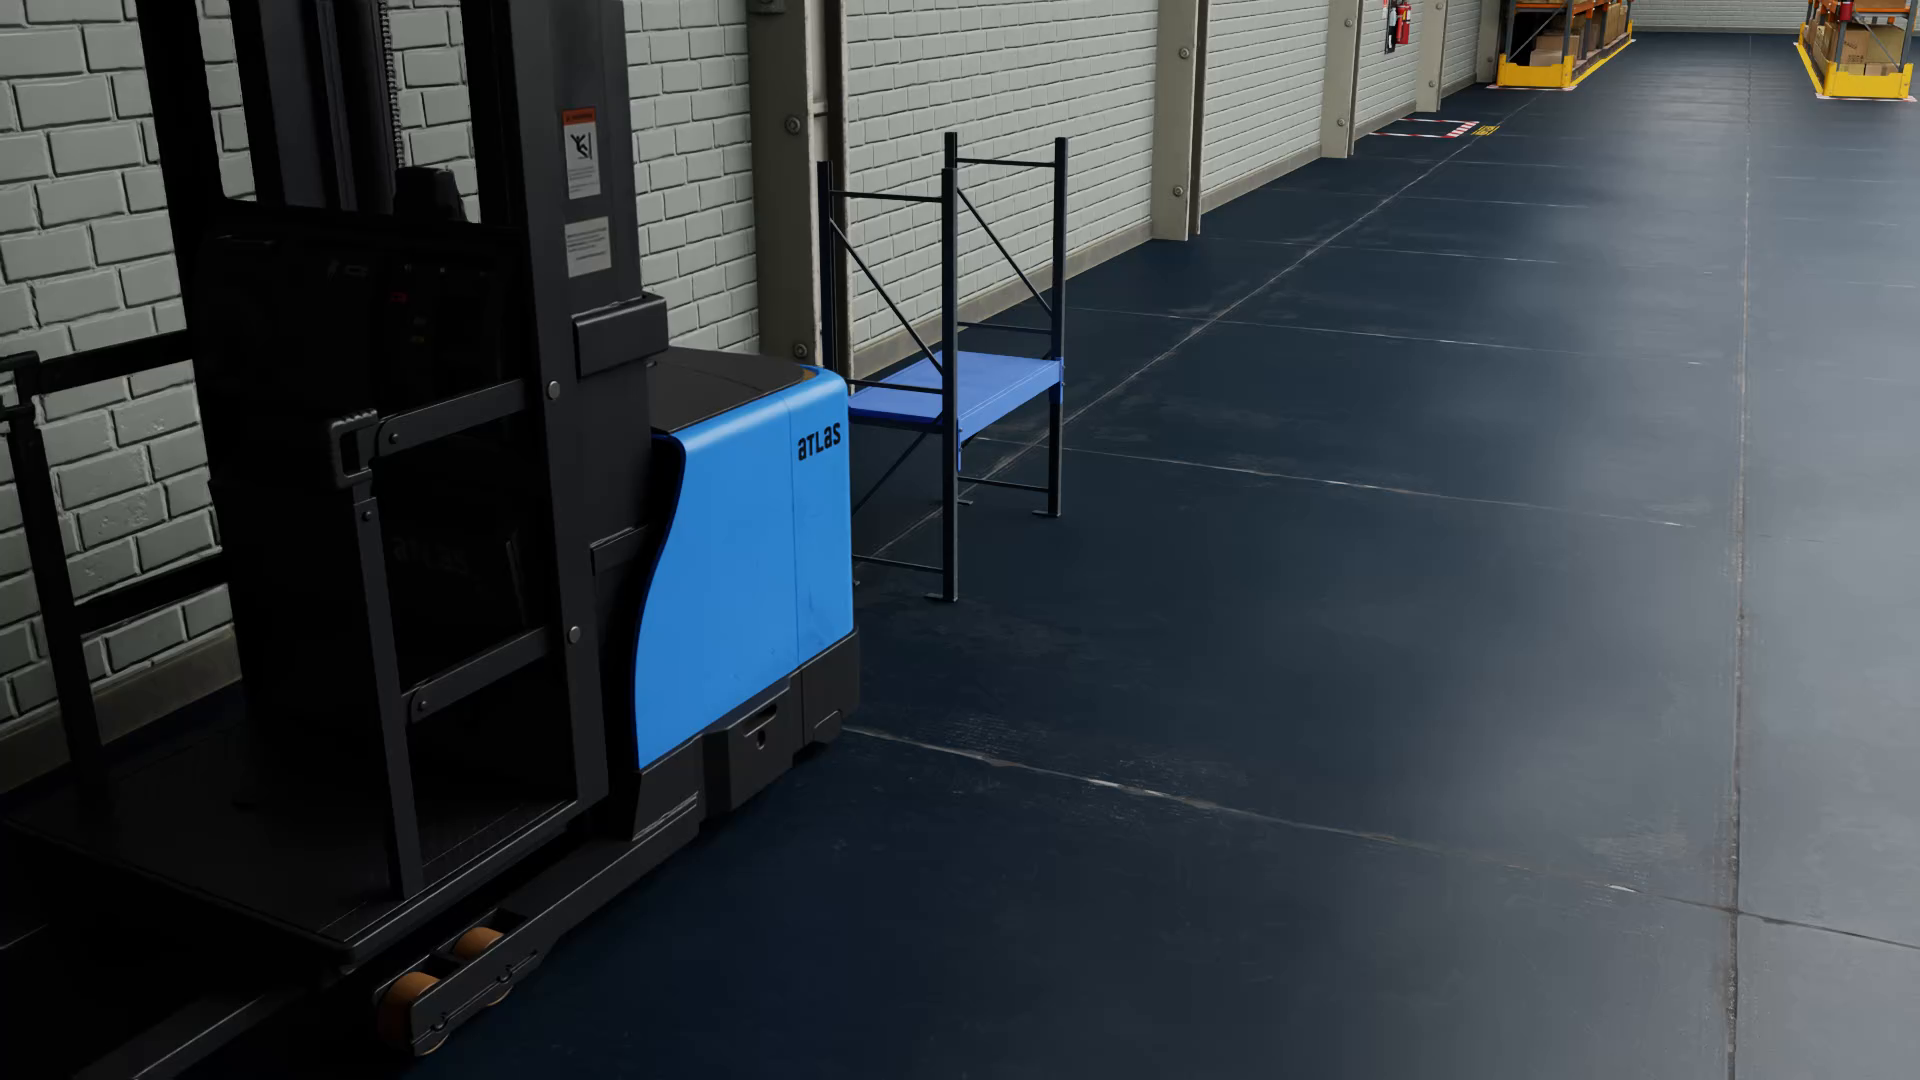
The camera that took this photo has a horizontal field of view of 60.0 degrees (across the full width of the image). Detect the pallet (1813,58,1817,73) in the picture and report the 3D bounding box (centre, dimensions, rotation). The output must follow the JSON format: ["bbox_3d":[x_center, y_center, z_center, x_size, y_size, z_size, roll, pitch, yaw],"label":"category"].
[{"bbox_3d":[16.513,-8.857,31.058,1.003,0.211,1.213,9,21,23],"label":"pallet"}]

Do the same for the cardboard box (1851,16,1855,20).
[{"bbox_3d":[20.665,-12.064,38.987,0.500,0.500,0.500,9,21,23],"label":"cardboard box"}]

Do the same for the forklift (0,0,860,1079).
[{"bbox_3d":[-1.433,-0.482,3.450,1.130,2.935,3.031,10,22,26],"label":"forklift"}]

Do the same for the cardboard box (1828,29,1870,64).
[{"bbox_3d":[14.059,-7.803,26.292,0.500,0.500,0.500,9,21,23],"label":"cardboard box"}]

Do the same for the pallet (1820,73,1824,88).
[{"bbox_3d":[14.887,-7.640,27.637,1.003,0.211,1.213,9,21,23],"label":"pallet"}]

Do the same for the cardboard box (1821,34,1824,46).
[{"bbox_3d":[15.653,-8.895,29.645,0.500,0.311,0.500,9,21,23],"label":"cardboard box"}]

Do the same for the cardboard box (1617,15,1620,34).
[{"bbox_3d":[14.904,-11.925,38.626,0.700,0.500,0.500,9,21,23],"label":"cardboard box"}]

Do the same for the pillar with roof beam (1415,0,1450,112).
[{"bbox_3d":[10.558,-9.756,20.471,9.100,9.000,0.400,9,21,23],"label":"pillar with roof beam"}]

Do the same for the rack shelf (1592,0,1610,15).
[{"bbox_3d":[12.047,-10.517,32.638,1.077,0.370,4.000,9,21,23],"label":"rack shelf"}]

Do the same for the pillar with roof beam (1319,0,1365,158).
[{"bbox_3d":[8.101,-7.922,15.314,9.100,9.000,0.400,9,21,23],"label":"pillar with roof beam"}]

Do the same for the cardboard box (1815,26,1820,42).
[{"bbox_3d":[16.905,-9.835,32.288,0.500,0.311,0.500,9,22,25],"label":"cardboard box"}]

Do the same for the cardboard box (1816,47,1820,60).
[{"bbox_3d":[16.072,-8.945,30.622,0.500,0.250,0.500,9,21,24],"label":"cardboard box"}]

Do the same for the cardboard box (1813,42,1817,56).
[{"bbox_3d":[16.700,-9.417,31.949,0.500,0.250,0.500,8,21,21],"label":"cardboard box"}]

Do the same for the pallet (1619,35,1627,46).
[{"bbox_3d":[15.385,-11.972,39.818,1.003,0.211,1.213,9,21,23],"label":"pallet"}]

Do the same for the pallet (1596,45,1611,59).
[{"bbox_3d":[13.258,-10.384,35.352,1.003,0.211,1.213,9,21,23],"label":"pallet"}]

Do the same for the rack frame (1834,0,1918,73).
[{"bbox_3d":[14.111,-8.343,25.451,1.000,3.000,0.127,9,21,23],"label":"rack frame"}]

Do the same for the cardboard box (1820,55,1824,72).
[{"bbox_3d":[14.864,-8.064,28.143,0.500,0.250,0.500,9,21,23],"label":"cardboard box"}]

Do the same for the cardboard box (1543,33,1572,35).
[{"bbox_3d":[10.840,-8.951,30.235,0.500,0.500,0.500,7,21,19],"label":"cardboard box"}]

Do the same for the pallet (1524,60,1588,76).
[{"bbox_3d":[10.986,-8.720,30.674,1.003,0.211,1.213,9,21,23],"label":"pallet"}]

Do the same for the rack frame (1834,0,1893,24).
[{"bbox_3d":[15.749,-9.566,28.890,1.000,3.000,0.127,9,21,23],"label":"rack frame"}]

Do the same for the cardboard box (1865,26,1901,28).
[{"bbox_3d":[15.150,-8.190,27.380,0.500,0.500,0.500,9,21,23],"label":"cardboard box"}]

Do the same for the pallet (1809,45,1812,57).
[{"bbox_3d":[18.726,-10.444,35.520,1.003,0.211,1.213,9,21,23],"label":"pallet"}]

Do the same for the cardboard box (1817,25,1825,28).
[{"bbox_3d":[17.556,-10.136,33.568,0.500,0.500,0.500,9,22,25],"label":"cardboard box"}]

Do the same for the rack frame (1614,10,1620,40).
[{"bbox_3d":[14.504,-12.690,37.674,1.000,3.000,0.127,9,21,23],"label":"rack frame"}]

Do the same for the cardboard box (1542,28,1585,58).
[{"bbox_3d":[11.515,-9.501,31.782,0.700,0.500,0.500,9,22,25],"label":"cardboard box"}]

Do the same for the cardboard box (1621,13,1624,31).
[{"bbox_3d":[15.537,-12.398,39.958,0.700,0.500,0.500,8,21,21],"label":"cardboard box"}]

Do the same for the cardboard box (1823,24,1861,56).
[{"bbox_3d":[14.864,-8.417,28.017,0.500,0.500,0.500,9,21,23],"label":"cardboard box"}]

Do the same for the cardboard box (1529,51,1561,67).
[{"bbox_3d":[9.956,-8.161,28.296,0.500,0.311,0.500,6,20,17],"label":"cardboard box"}]

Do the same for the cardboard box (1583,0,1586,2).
[{"bbox_3d":[10.493,-9.381,28.566,0.500,0.250,0.500,8,21,22],"label":"cardboard box"}]

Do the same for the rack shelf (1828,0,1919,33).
[{"bbox_3d":[14.930,-8.615,27.291,1.077,0.370,4.000,9,21,23],"label":"rack shelf"}]

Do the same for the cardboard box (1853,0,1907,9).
[{"bbox_3d":[14.314,-8.531,25.831,0.700,0.500,0.500,9,21,23],"label":"cardboard box"}]

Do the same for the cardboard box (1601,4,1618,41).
[{"bbox_3d":[13.995,-11.386,36.590,0.750,0.750,0.750,9,22,24],"label":"cardboard box"}]

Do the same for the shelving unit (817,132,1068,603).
[{"bbox_3d":[-0.035,-0.681,6.144,0.538,1.500,1.048,9,21,23],"label":"shelving unit"}]

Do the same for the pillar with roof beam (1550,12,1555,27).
[{"bbox_3d":[17.929,-15.258,35.944,9.100,9.000,0.400,9,21,23],"label":"pillar with roof beam"}]

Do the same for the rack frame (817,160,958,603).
[{"bbox_3d":[-0.243,-0.525,5.707,0.500,1.500,0.032,9,21,23],"label":"rack frame"}]

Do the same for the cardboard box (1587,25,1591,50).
[{"bbox_3d":[12.302,-10.128,33.544,0.700,0.500,0.500,9,21,23],"label":"cardboard box"}]

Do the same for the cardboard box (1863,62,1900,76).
[{"bbox_3d":[14.534,-7.379,26.217,0.500,0.250,0.500,9,21,23],"label":"cardboard box"}]

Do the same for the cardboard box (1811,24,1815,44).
[{"bbox_3d":[18.185,-10.610,34.900,0.500,0.500,0.500,9,21,23],"label":"cardboard box"}]

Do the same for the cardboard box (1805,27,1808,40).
[{"bbox_3d":[19.307,-11.394,37.387,0.500,0.311,0.500,9,21,23],"label":"cardboard box"}]

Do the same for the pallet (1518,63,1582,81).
[{"bbox_3d":[10.487,-8.346,29.622,1.003,0.211,1.213,9,21,23],"label":"pallet"}]

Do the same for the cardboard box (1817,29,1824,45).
[{"bbox_3d":[16.276,-9.361,30.953,0.500,0.311,0.500,8,21,22],"label":"cardboard box"}]

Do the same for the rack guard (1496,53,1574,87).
[{"bbox_3d":[9.621,-7.867,27.844,1.175,0.500,0.348,9,21,23],"label":"rack guard"}]

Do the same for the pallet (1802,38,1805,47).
[{"bbox_3d":[20.306,-11.653,38.921,1.003,0.211,1.213,9,21,23],"label":"pallet"}]

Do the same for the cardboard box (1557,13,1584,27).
[{"bbox_3d":[11.901,-10.149,32.485,0.500,0.250,0.500,8,21,21],"label":"cardboard box"}]

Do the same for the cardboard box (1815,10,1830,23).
[{"bbox_3d":[17.990,-10.821,34.373,0.500,0.250,0.500,8,21,22],"label":"cardboard box"}]

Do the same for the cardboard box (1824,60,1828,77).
[{"bbox_3d":[14.255,-7.604,26.851,0.500,0.250,0.500,9,21,23],"label":"cardboard box"}]

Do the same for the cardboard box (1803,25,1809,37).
[{"bbox_3d":[19.977,-11.866,38.804,0.500,0.250,0.500,9,21,23],"label":"cardboard box"}]

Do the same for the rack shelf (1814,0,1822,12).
[{"bbox_3d":[18.206,-11.061,34.168,1.077,0.370,4.000,9,21,23],"label":"rack shelf"}]

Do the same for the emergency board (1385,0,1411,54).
[{"bbox_3d":[5.584,-6.770,21.028,0.194,1.169,0.643,9,21,23],"label":"emergency board"}]

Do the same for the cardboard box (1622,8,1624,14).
[{"bbox_3d":[15.424,-12.469,39.190,0.380,0.149,0.250,8,21,21],"label":"cardboard box"}]
